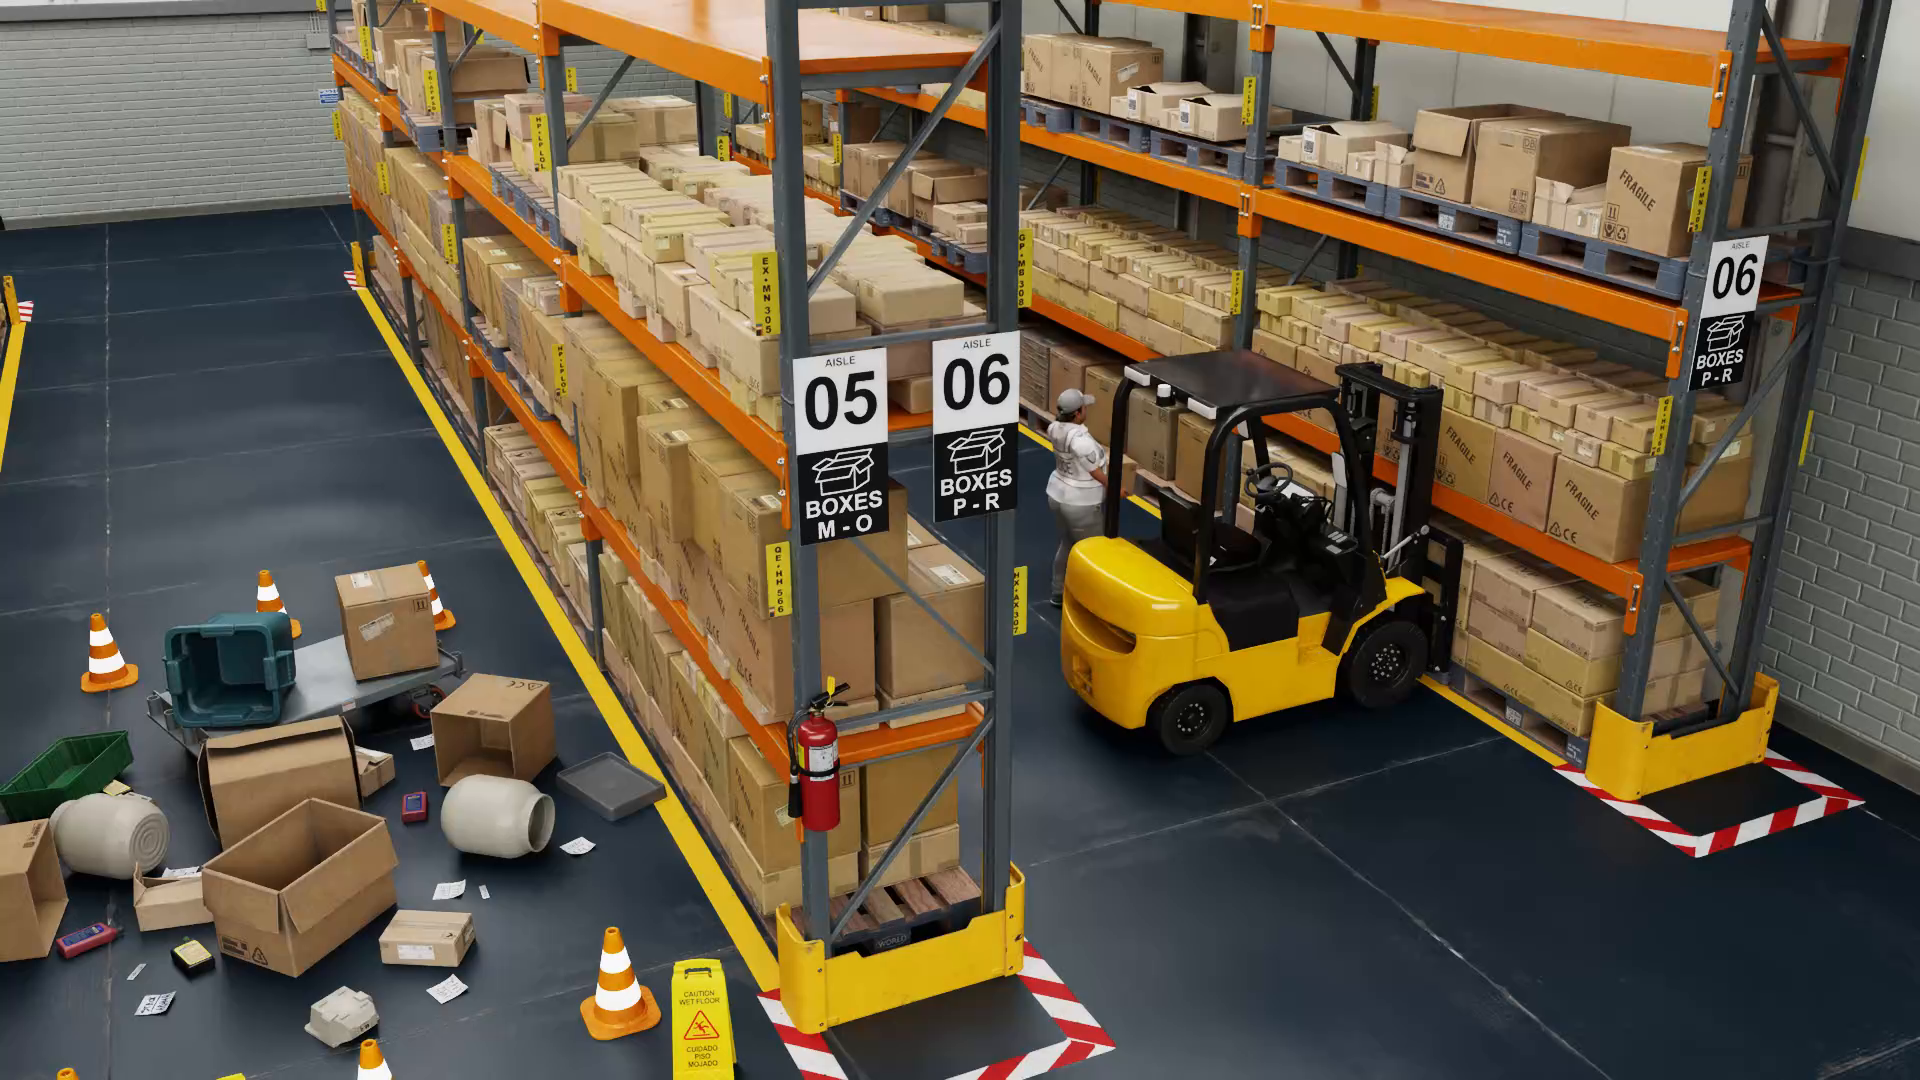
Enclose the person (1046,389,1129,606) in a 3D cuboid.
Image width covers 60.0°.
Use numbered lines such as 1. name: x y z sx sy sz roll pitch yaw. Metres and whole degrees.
1. person: 0.883 -0.276 11.681 0.535 1.653 0.452 -10 24 -23
